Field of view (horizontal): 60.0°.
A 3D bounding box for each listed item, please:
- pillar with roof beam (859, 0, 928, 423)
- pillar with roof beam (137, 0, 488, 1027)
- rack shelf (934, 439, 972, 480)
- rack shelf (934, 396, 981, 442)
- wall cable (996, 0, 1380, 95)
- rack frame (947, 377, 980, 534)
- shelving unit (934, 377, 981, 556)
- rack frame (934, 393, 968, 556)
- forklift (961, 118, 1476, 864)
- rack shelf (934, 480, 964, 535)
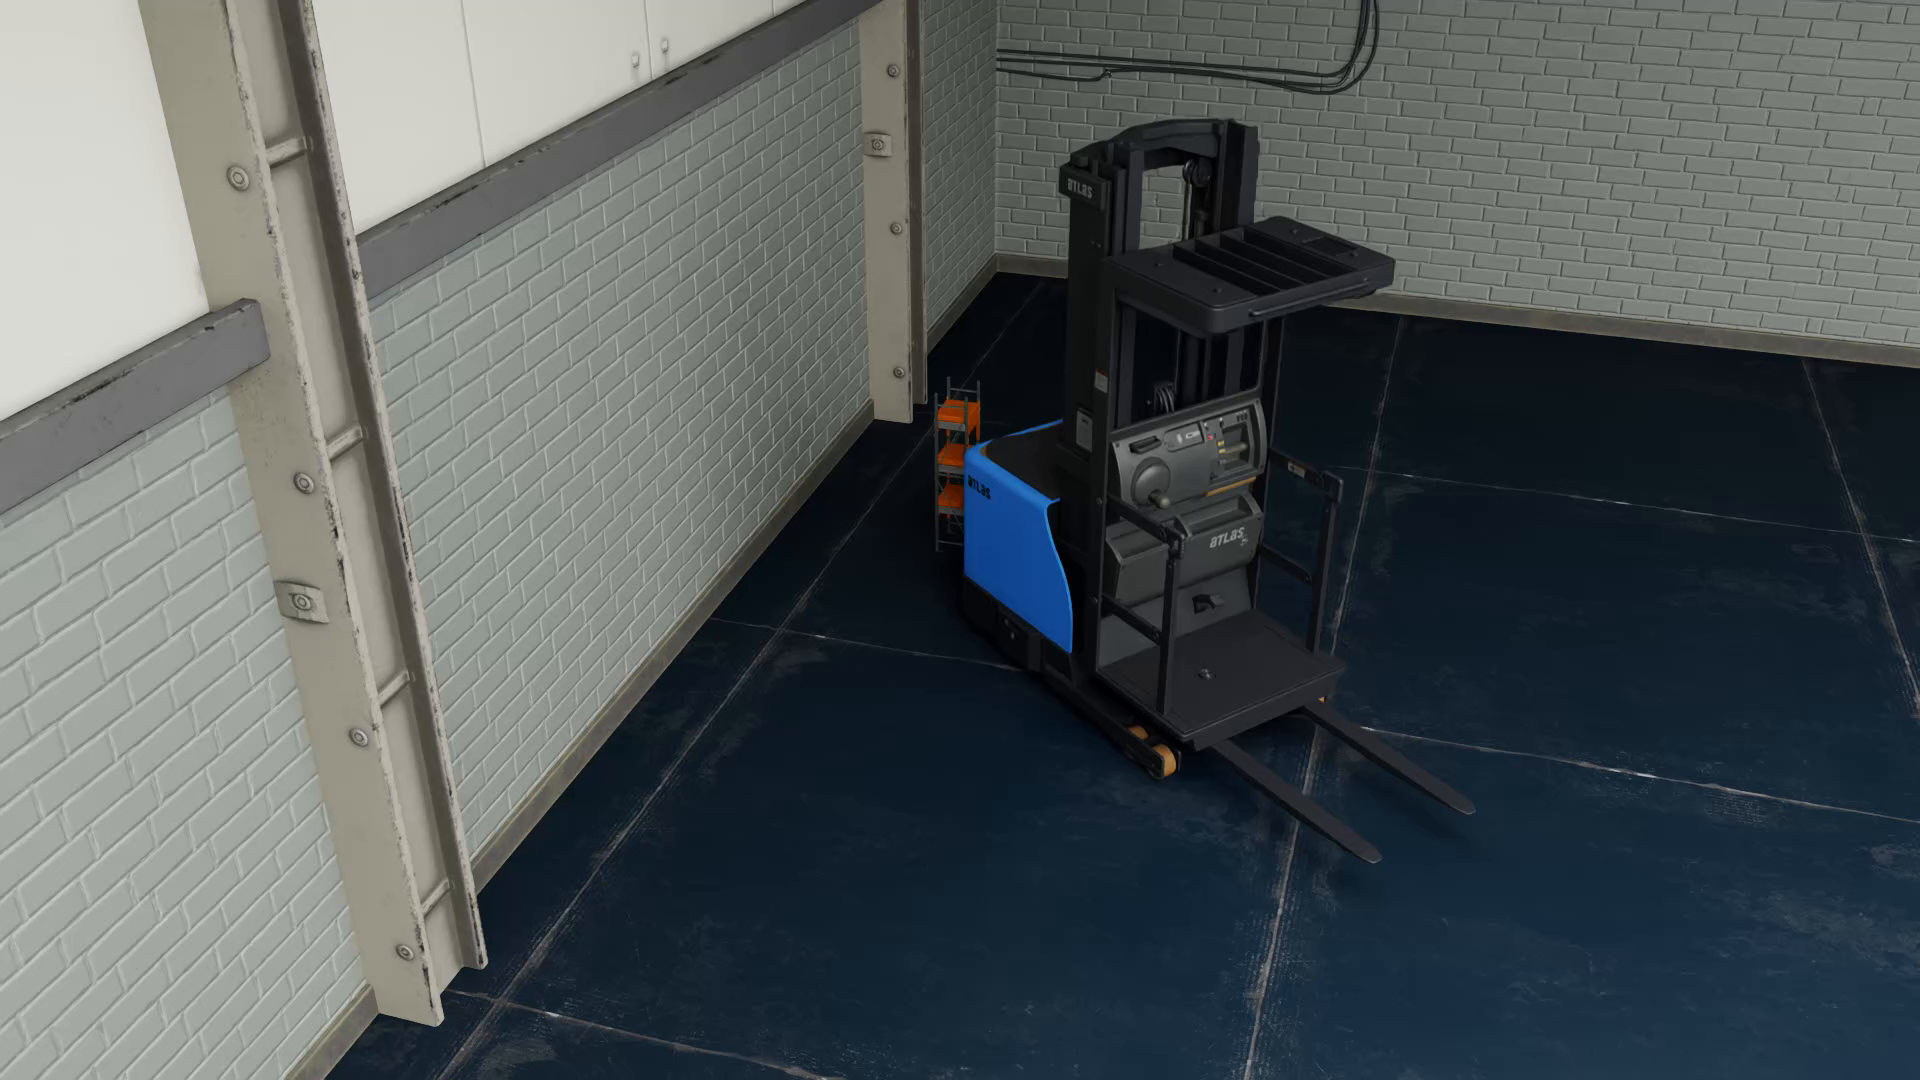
[{"bbox_3d":[3.677,-4.254,8.640,9.100,9.000,0.400,8,30,15],"label":"pillar with roof beam"},{"bbox_3d":[1.916,-1.465,3.628,9.100,9.000,0.400,8,30,15],"label":"pillar with roof beam"},{"bbox_3d":[-0.016,-0.425,9.955,0.215,0.259,0.240,8,30,15],"label":"rack shelf"},{"bbox_3d":[-0.016,-0.673,9.817,0.215,0.259,0.240,8,30,15],"label":"rack shelf"},{"bbox_3d":[1.691,-4.691,12.621,3.097,2.526,0.112,8,30,15],"label":"wall cable"},{"bbox_3d":[0.020,-0.491,10.052,0.200,1.050,0.008,8,30,15],"label":"rack frame"},{"bbox_3d":[-0.016,-0.434,9.950,0.215,1.050,0.252,8,30,15],"label":"shelving unit"},{"bbox_3d":[-0.051,-0.377,9.848,0.200,1.050,0.008,8,30,15],"label":"rack frame"},{"bbox_3d":[1.240,-0.377,7.913,1.130,2.935,3.031,-18,34,-29],"label":"forklift"},{"bbox_3d":[-0.016,-0.182,10.090,0.215,0.259,0.240,8,30,15],"label":"rack shelf"}]
